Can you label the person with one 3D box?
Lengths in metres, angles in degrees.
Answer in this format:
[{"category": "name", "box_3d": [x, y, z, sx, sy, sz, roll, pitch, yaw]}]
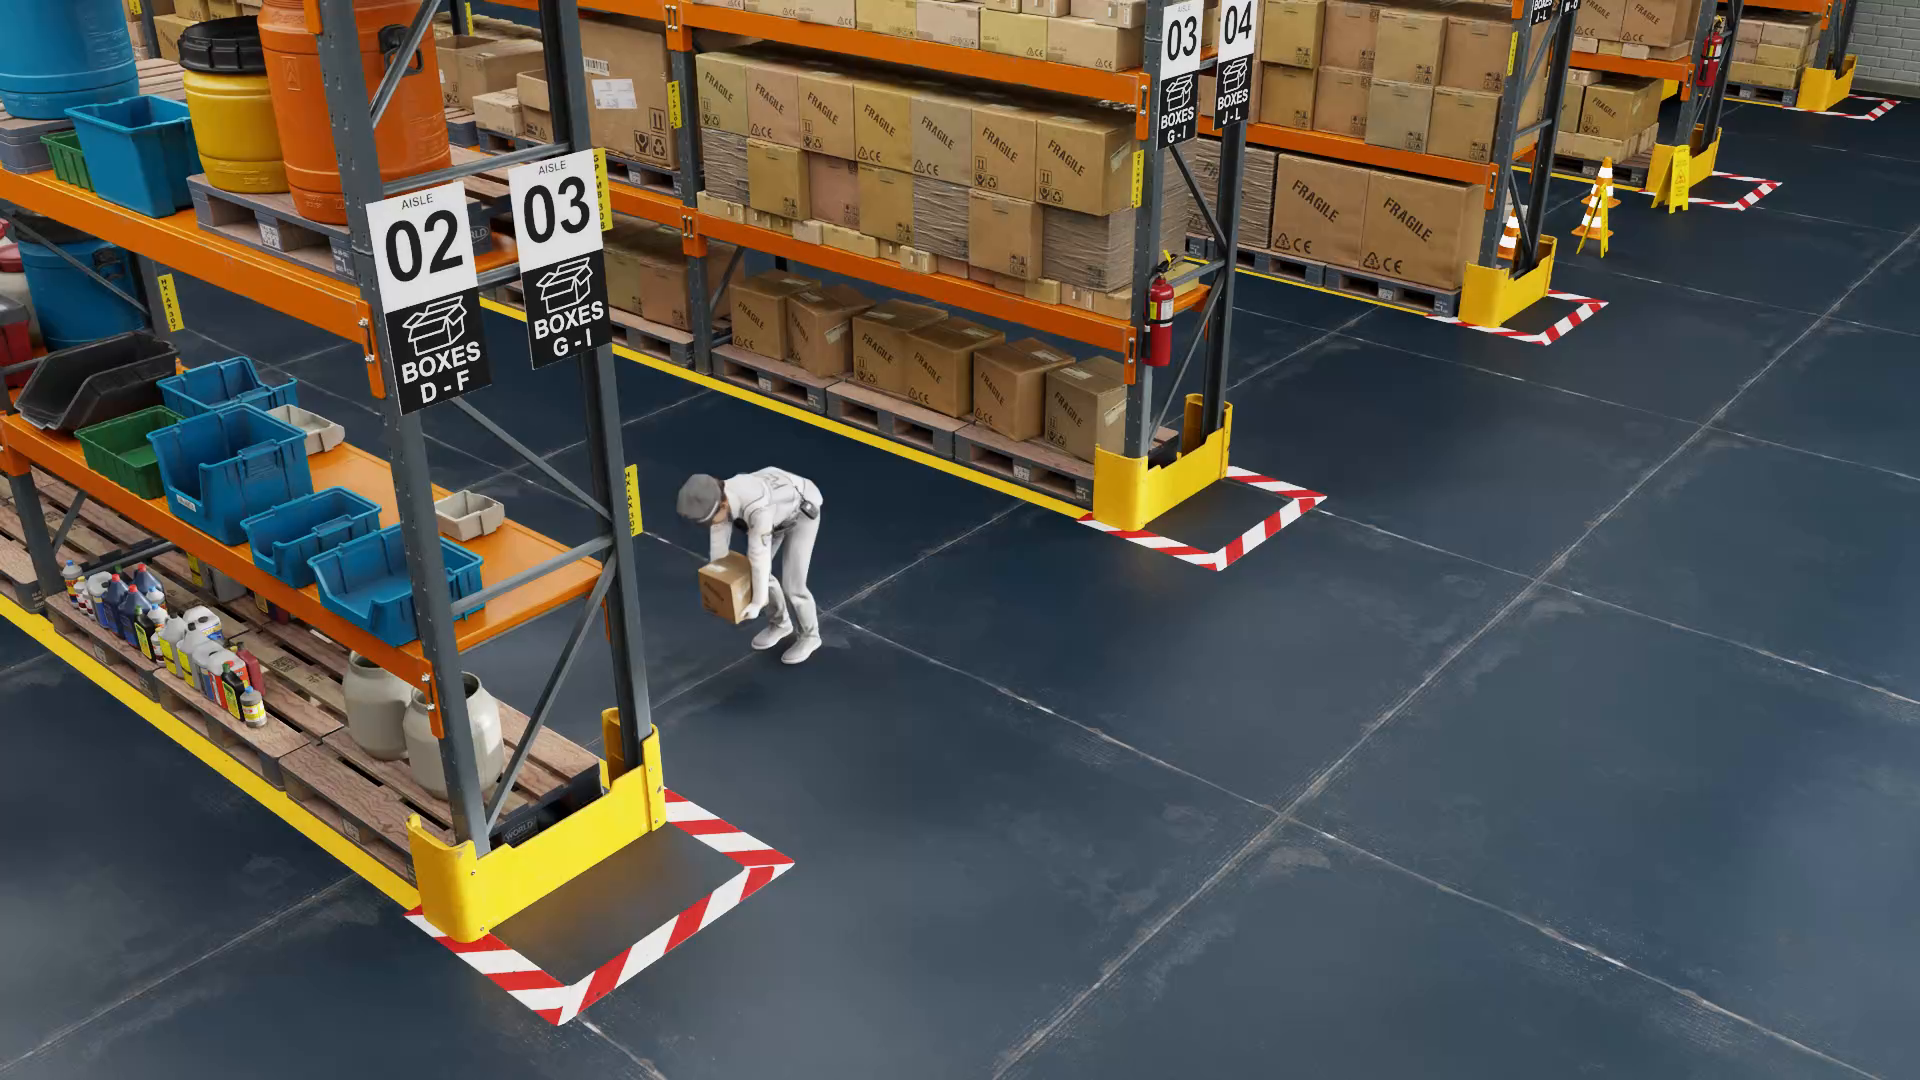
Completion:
[{"category": "person", "box_3d": [-1.100, 0.131, 8.822, 0.400, 1.251, 0.898, 20, 33, 33]}]
